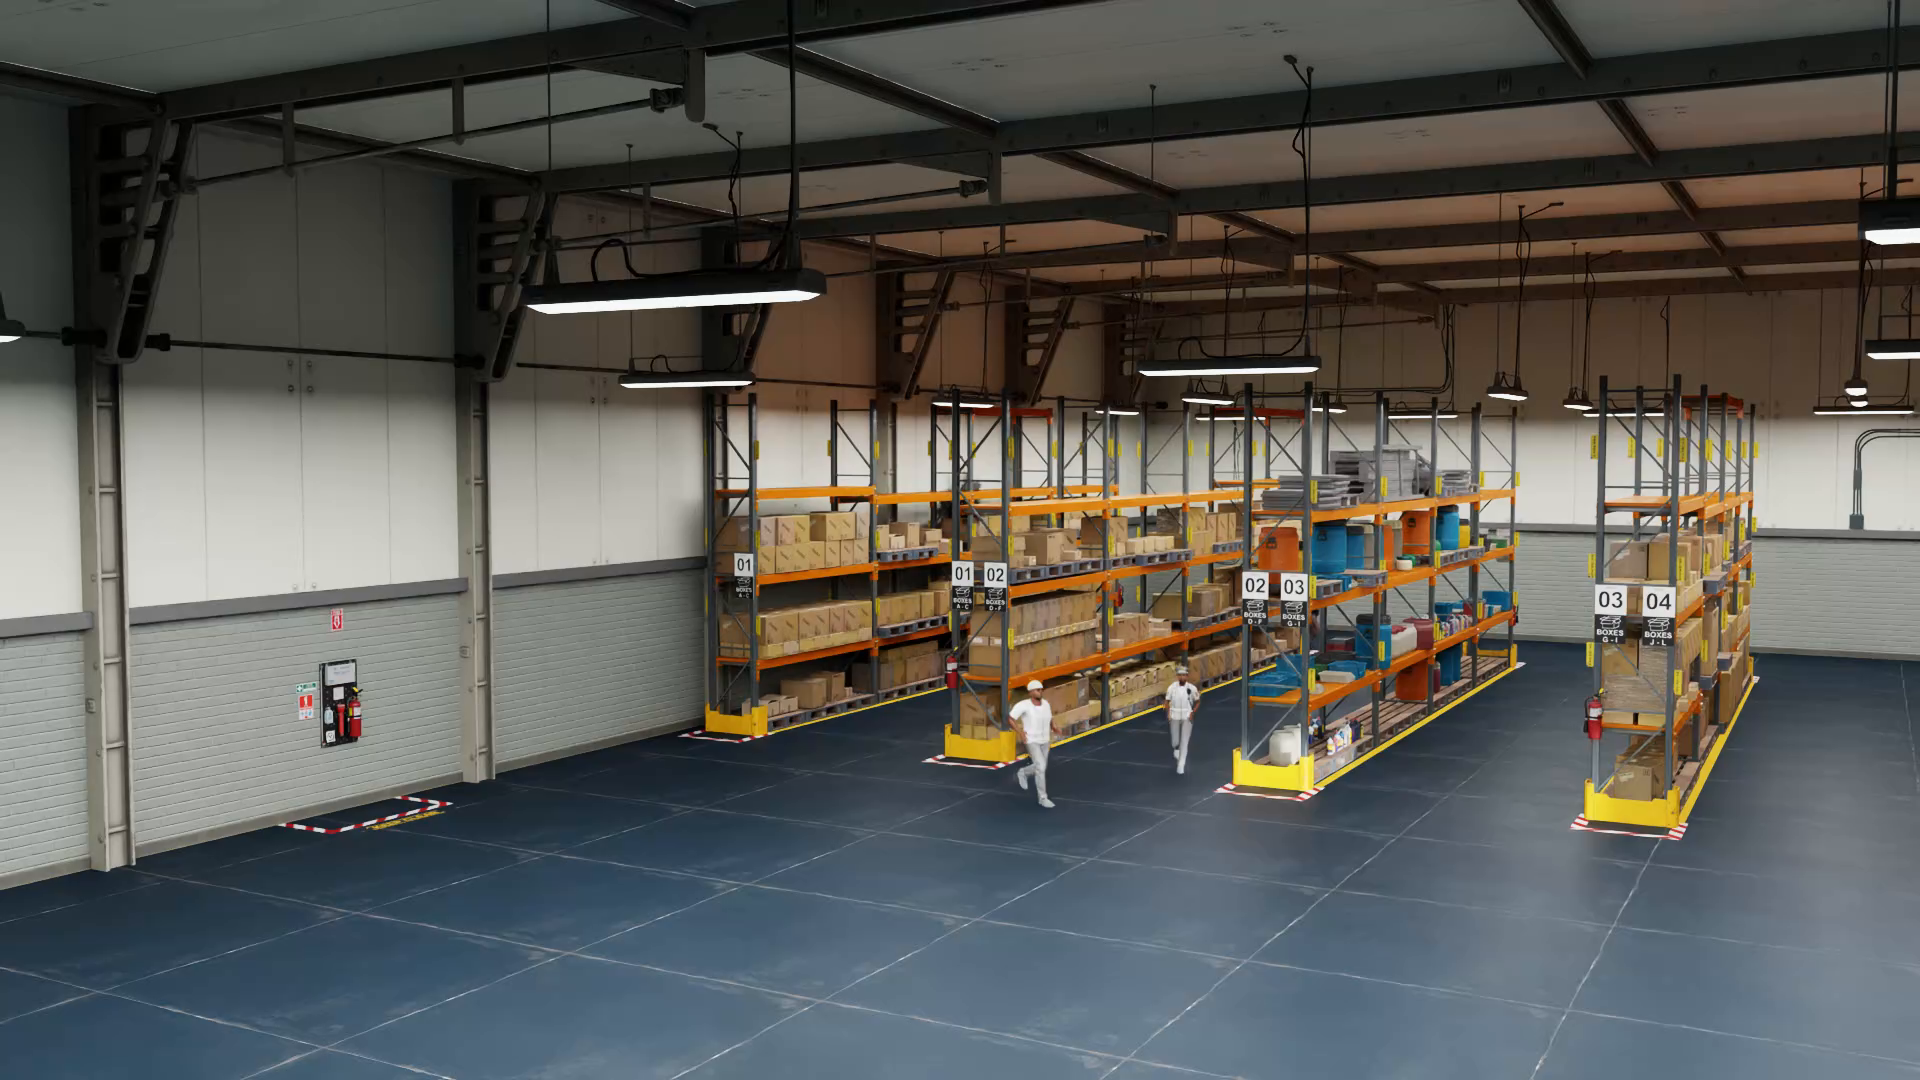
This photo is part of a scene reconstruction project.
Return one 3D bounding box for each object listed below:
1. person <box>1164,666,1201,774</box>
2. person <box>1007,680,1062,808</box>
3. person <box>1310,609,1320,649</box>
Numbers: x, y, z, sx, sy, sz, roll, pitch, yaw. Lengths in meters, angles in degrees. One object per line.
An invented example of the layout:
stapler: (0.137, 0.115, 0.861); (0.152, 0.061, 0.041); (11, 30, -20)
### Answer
person: (3.477, 2.789, 25.998); (0.576, 1.668, 0.596); (1, 3, 11)
person: (1.051, 2.863, 23.593); (0.700, 1.761, 0.872); (-2, 4, -38)
person: (8.860, 1.904, 41.774); (0.579, 1.694, 0.691); (2, 4, 34)
